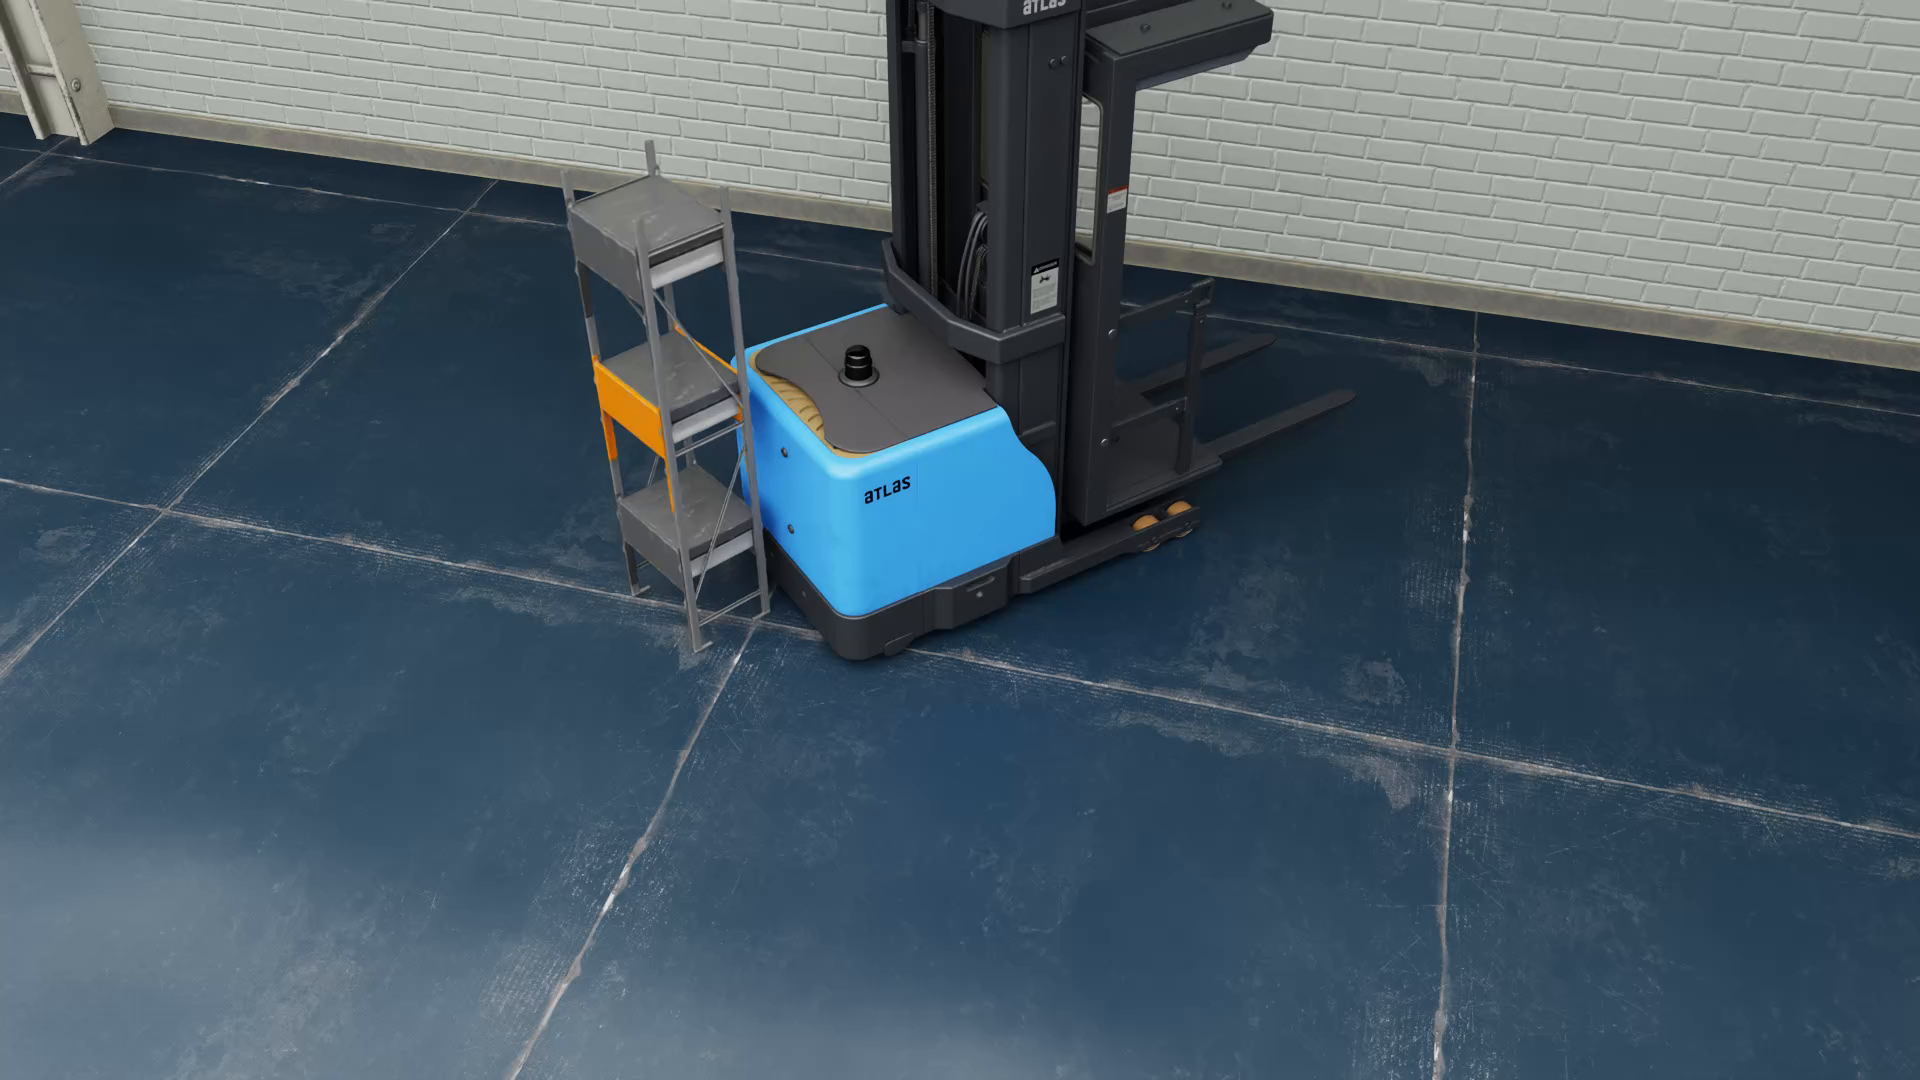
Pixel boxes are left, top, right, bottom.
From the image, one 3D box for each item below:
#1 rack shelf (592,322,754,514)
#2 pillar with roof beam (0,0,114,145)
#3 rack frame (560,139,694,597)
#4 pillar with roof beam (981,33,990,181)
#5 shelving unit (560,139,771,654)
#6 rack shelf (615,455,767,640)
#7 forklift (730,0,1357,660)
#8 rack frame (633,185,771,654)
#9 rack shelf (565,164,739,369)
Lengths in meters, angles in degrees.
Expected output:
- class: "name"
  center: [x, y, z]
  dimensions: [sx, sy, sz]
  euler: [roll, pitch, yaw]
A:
- class: "rack shelf"
  center: [-1.158, -0.507, 6.767]
  dimensions: [0.431, 0.518, 0.480]
  euler: [-30, 48, -30]
- class: "pillar with roof beam"
  center: [-6.948, -3.470, 4.910]
  dimensions: [0.400, 9.000, 9.100]
  euler: [10, 41, 11]
- class: "rack frame"
  center: [-1.319, -0.635, 6.898]
  dimensions: [0.400, 2.100, 0.015]
  euler: [-30, 48, -30]
- class: "pillar with roof beam"
  center: [-1.152, -2.473, 3.722]
  dimensions: [0.400, 9.000, 9.100]
  euler: [10, 41, 11]
- class: "shelving unit"
  center: [-1.158, -0.517, 6.758]
  dimensions: [0.431, 2.100, 0.503]
  euler: [-30, 48, -30]
- class: "rack shelf"
  center: [-1.158, 0.029, 7.217]
  dimensions: [0.431, 0.518, 0.480]
  euler: [-30, 48, -30]
- class: "forklift"
  center: [0.526, -1.336, 7.087]
  dimensions: [3.031, 2.935, 1.130]
  euler: [-22, 45, -24]
- class: "rack frame"
  center: [-0.996, -0.400, 6.618]
  dimensions: [0.400, 2.100, 0.015]
  euler: [-30, 48, -30]
- class: "rack shelf"
  center: [-1.158, -1.043, 6.316]
  dimensions: [0.431, 0.518, 0.480]
  euler: [-30, 48, -30]
